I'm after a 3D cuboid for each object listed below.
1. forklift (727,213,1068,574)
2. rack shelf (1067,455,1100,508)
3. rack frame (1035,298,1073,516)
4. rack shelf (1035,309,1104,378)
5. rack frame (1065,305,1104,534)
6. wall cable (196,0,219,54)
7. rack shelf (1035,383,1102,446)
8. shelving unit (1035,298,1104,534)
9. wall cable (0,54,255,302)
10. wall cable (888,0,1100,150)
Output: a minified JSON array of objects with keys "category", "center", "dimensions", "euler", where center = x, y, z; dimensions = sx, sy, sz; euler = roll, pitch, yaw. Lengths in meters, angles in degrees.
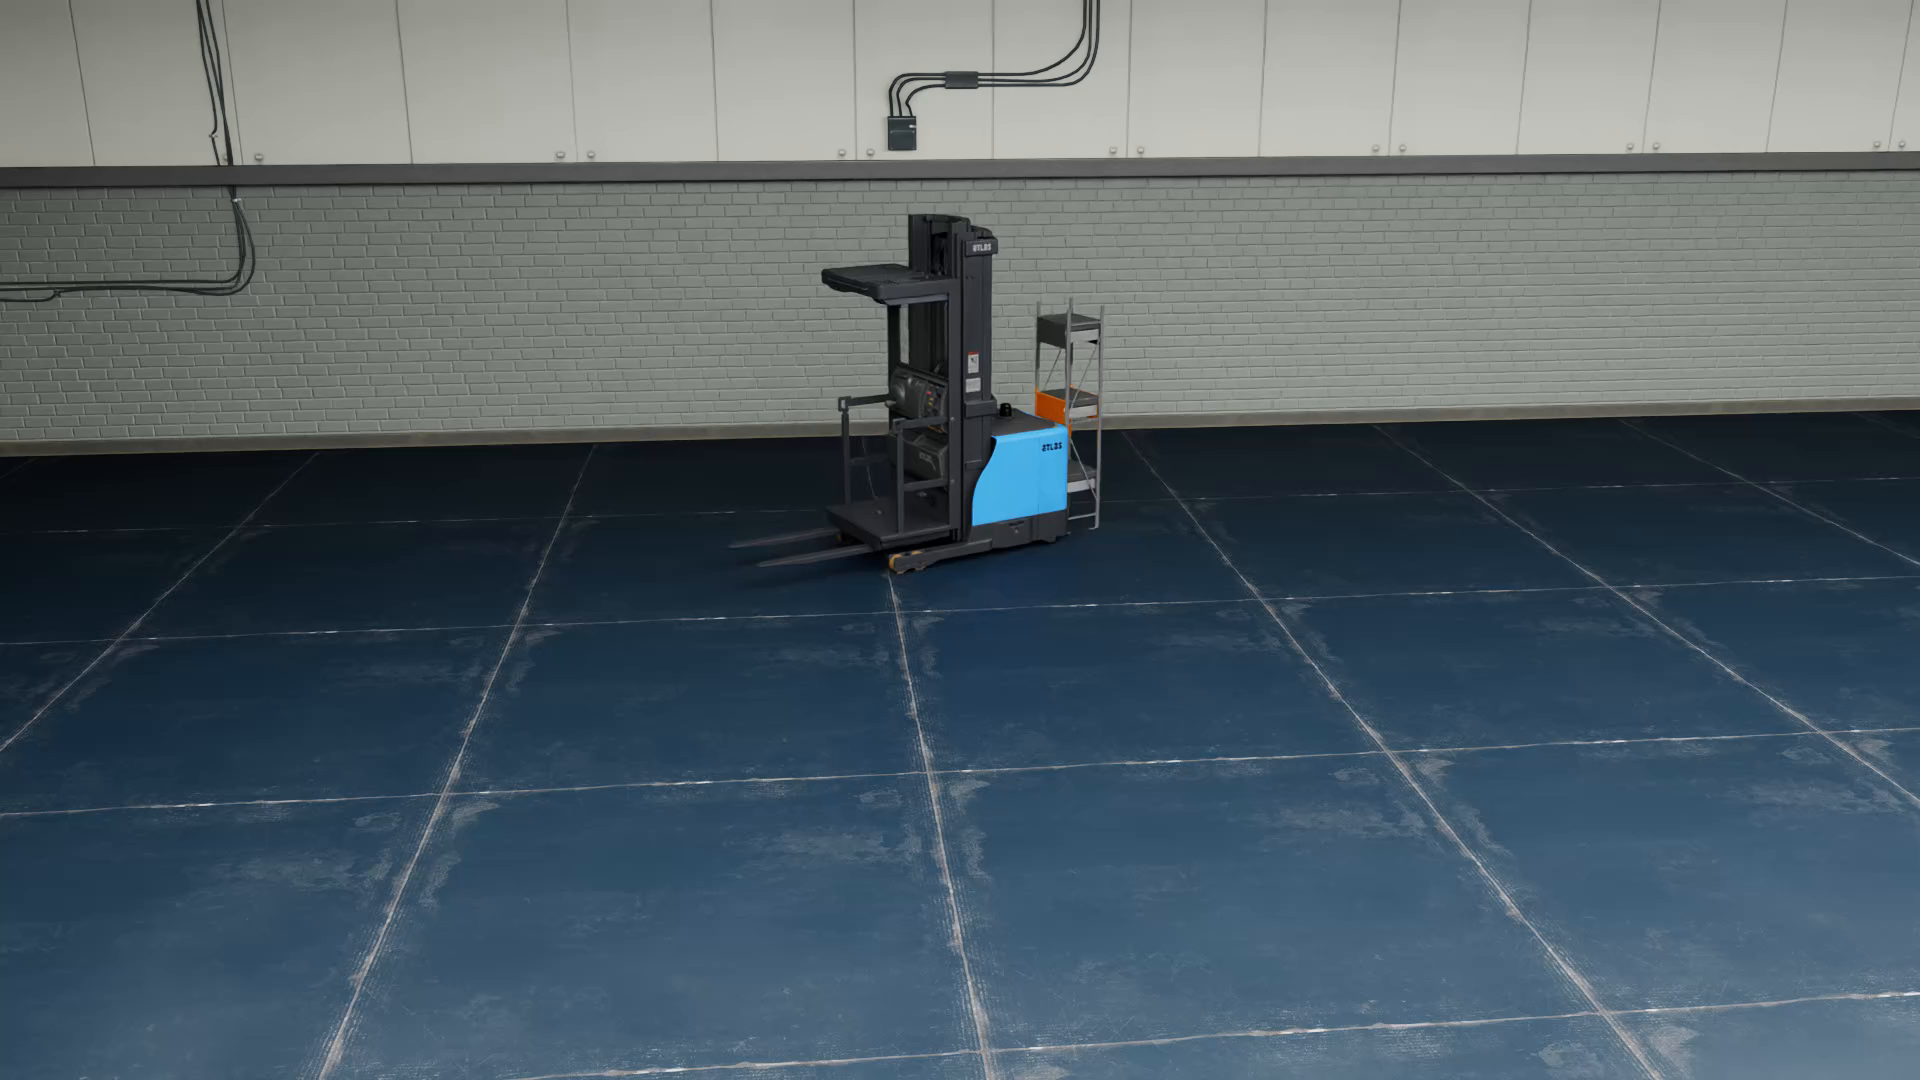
[{"category":"forklift","center":[-0.542,-1.287,14.458],"dimensions":[3.031,2.935,1.130],"euler":[-10,20,-30]},{"category":"rack shelf","center":[1.000,-0.466,15.610],"dimensions":[0.431,0.518,0.480],"euler":[-10,20,-30]},{"category":"rack frame","center":[0.874,-1.209,15.596],"dimensions":[0.400,2.100,0.015],"euler":[-10,20,-30]},{"category":"rack shelf","center":[1.000,-1.801,15.191],"dimensions":[0.431,0.518,0.480],"euler":[-10,20,-30]},{"category":"rack frame","center":[1.126,-1.084,15.197],"dimensions":[0.400,2.100,0.015],"euler":[-10,20,-30]},{"category":"wall cable","center":[-6.386,-6.248,16.880],"dimensions":[3.097,2.526,0.112],"euler":[-2,18,-6]},{"category":"rack shelf","center":[1.000,-1.134,15.401],"dimensions":[0.431,0.518,0.480],"euler":[-10,20,-30]},{"category":"shelving unit","center":[1.000,-1.147,15.397],"dimensions":[0.431,2.100,0.503],"euler":[-10,20,-30]},{"category":"wall cable","center":[-9.077,-3.755,17.371],"dimensions":[3.097,2.526,0.112],"euler":[-2,18,-6]},{"category":"wall cable","center":[0.368,-7.147,17.315],"dimensions":[2.305,6.003,0.169],"euler":[-2,18,-6]}]
